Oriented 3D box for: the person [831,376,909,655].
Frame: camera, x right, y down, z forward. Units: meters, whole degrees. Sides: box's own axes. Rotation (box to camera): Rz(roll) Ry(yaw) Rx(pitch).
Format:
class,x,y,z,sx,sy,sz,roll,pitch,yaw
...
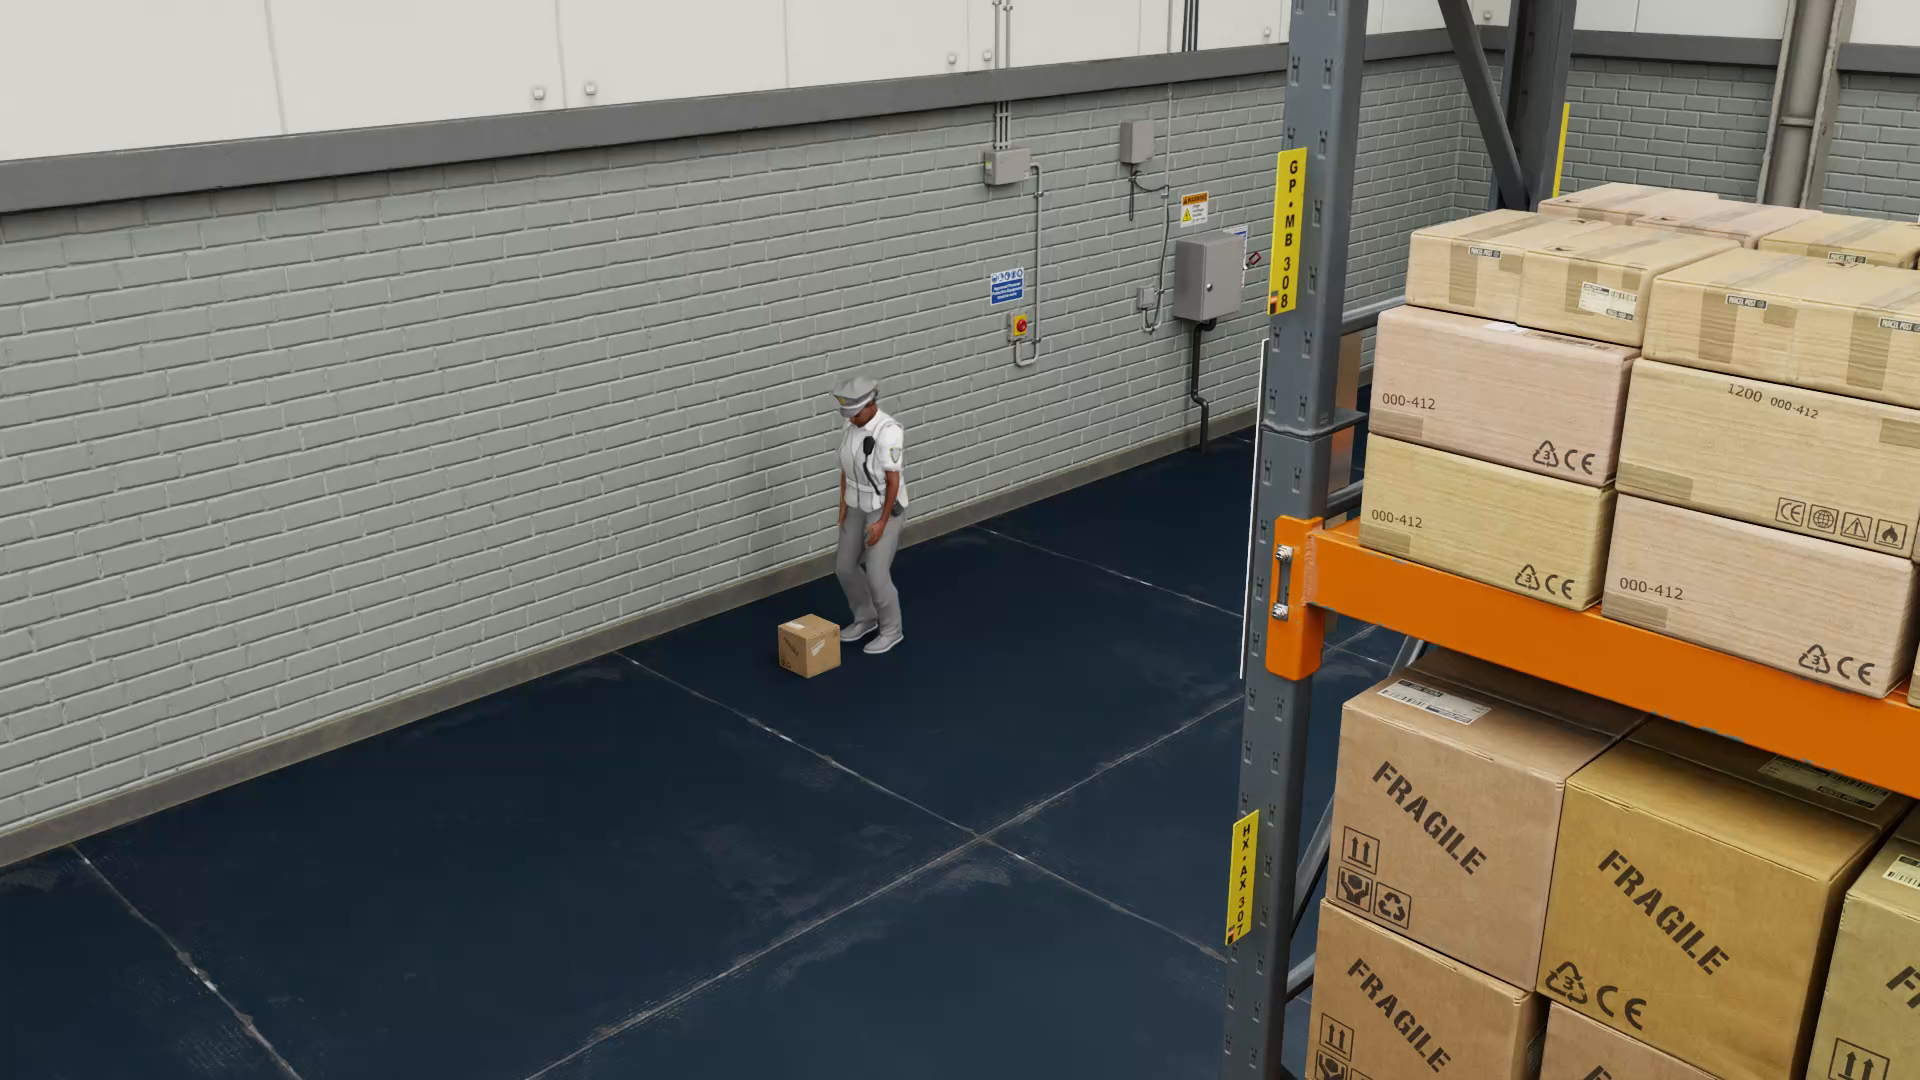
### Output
class,x,y,z,sx,sy,sz,roll,pitch,yaw
person,-0.512,-0.146,9.541,0.442,1.624,0.457,-19,28,-41
